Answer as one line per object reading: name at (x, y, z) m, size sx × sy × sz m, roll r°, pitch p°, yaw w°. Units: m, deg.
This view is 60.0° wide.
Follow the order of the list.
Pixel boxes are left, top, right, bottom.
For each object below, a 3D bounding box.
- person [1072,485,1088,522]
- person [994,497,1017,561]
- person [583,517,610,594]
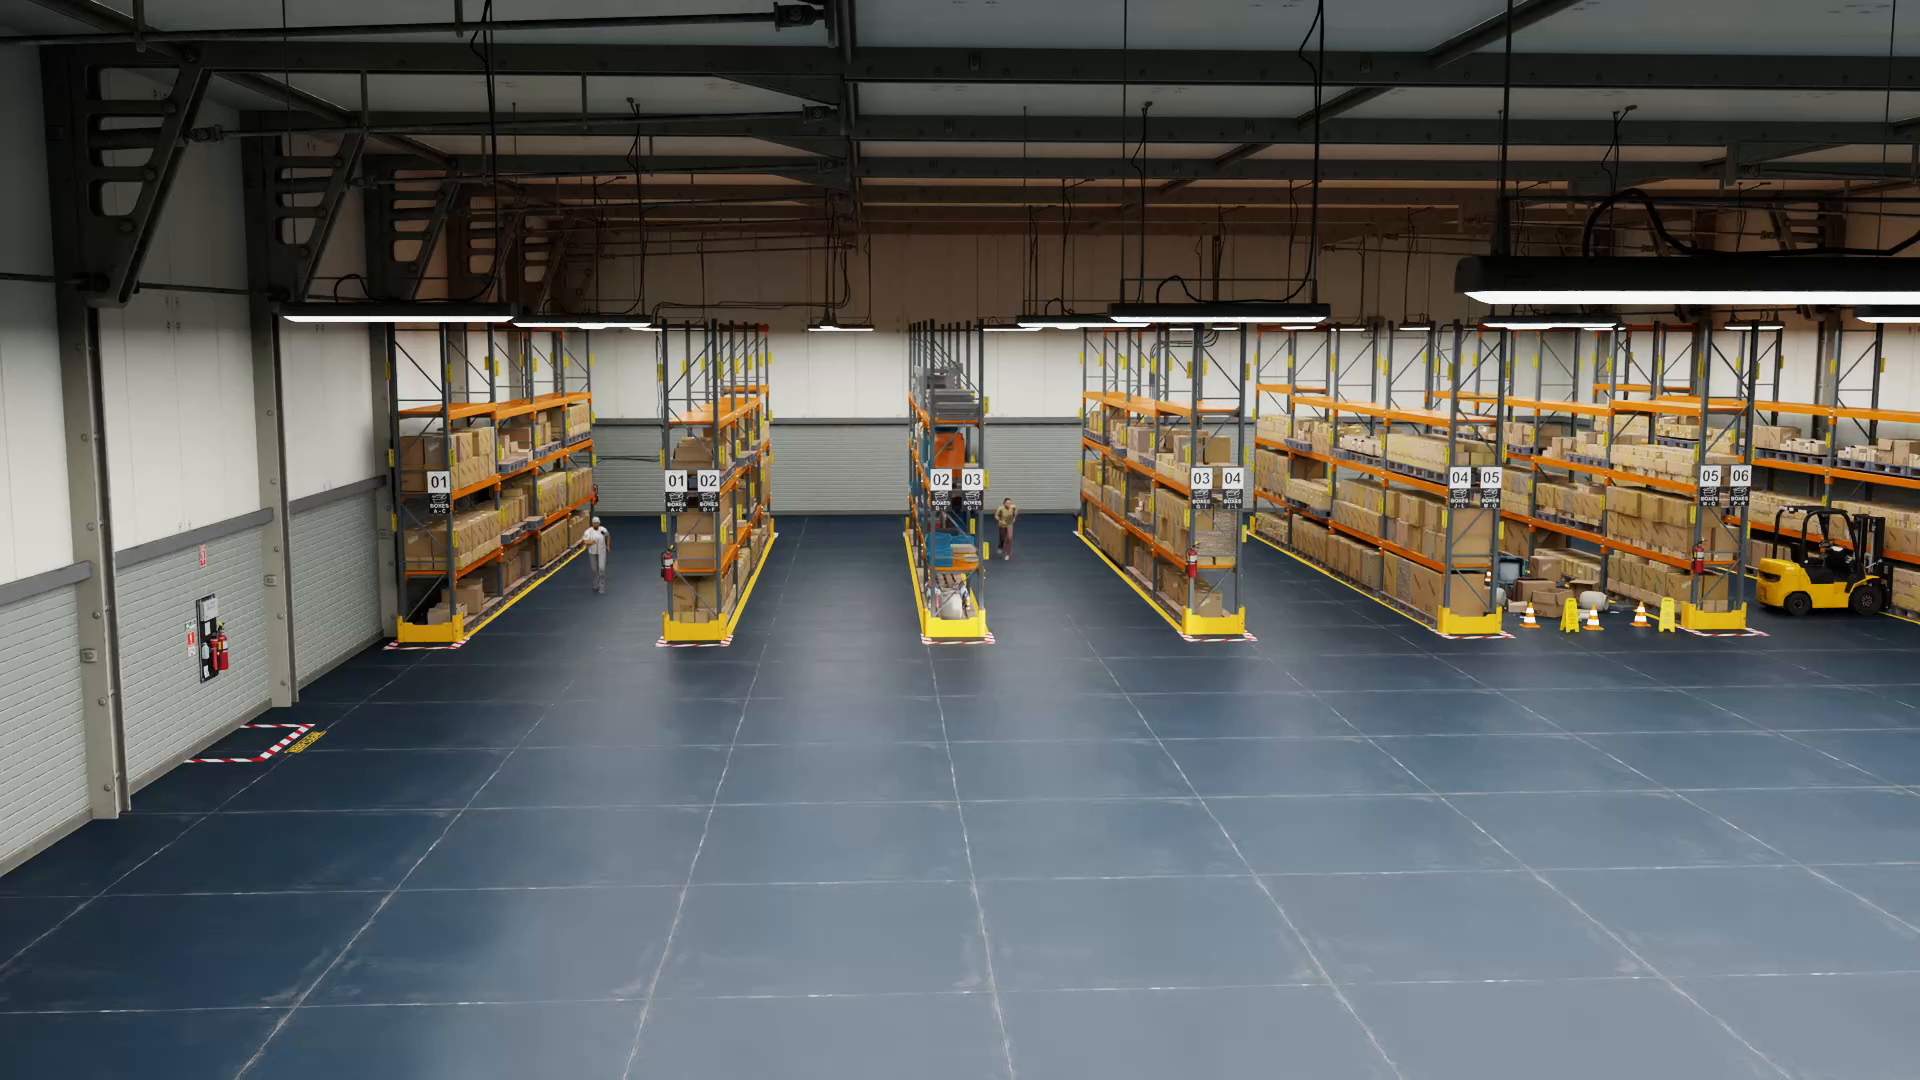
person at (3.790, -1.262, 49.848) m, size 0.845 × 1.699 × 0.650 m, roll 5°, pitch 9°, yaw 38°
person at (1.142, -0.312, 42.629) m, size 0.613 × 1.624 × 1.008 m, roll -2°, pitch 7°, yaw -16°
person at (-8.087, 0.331, 37.027) m, size 0.554 × 1.723 × 0.843 m, roll -1°, pitch 7°, yaw -8°
